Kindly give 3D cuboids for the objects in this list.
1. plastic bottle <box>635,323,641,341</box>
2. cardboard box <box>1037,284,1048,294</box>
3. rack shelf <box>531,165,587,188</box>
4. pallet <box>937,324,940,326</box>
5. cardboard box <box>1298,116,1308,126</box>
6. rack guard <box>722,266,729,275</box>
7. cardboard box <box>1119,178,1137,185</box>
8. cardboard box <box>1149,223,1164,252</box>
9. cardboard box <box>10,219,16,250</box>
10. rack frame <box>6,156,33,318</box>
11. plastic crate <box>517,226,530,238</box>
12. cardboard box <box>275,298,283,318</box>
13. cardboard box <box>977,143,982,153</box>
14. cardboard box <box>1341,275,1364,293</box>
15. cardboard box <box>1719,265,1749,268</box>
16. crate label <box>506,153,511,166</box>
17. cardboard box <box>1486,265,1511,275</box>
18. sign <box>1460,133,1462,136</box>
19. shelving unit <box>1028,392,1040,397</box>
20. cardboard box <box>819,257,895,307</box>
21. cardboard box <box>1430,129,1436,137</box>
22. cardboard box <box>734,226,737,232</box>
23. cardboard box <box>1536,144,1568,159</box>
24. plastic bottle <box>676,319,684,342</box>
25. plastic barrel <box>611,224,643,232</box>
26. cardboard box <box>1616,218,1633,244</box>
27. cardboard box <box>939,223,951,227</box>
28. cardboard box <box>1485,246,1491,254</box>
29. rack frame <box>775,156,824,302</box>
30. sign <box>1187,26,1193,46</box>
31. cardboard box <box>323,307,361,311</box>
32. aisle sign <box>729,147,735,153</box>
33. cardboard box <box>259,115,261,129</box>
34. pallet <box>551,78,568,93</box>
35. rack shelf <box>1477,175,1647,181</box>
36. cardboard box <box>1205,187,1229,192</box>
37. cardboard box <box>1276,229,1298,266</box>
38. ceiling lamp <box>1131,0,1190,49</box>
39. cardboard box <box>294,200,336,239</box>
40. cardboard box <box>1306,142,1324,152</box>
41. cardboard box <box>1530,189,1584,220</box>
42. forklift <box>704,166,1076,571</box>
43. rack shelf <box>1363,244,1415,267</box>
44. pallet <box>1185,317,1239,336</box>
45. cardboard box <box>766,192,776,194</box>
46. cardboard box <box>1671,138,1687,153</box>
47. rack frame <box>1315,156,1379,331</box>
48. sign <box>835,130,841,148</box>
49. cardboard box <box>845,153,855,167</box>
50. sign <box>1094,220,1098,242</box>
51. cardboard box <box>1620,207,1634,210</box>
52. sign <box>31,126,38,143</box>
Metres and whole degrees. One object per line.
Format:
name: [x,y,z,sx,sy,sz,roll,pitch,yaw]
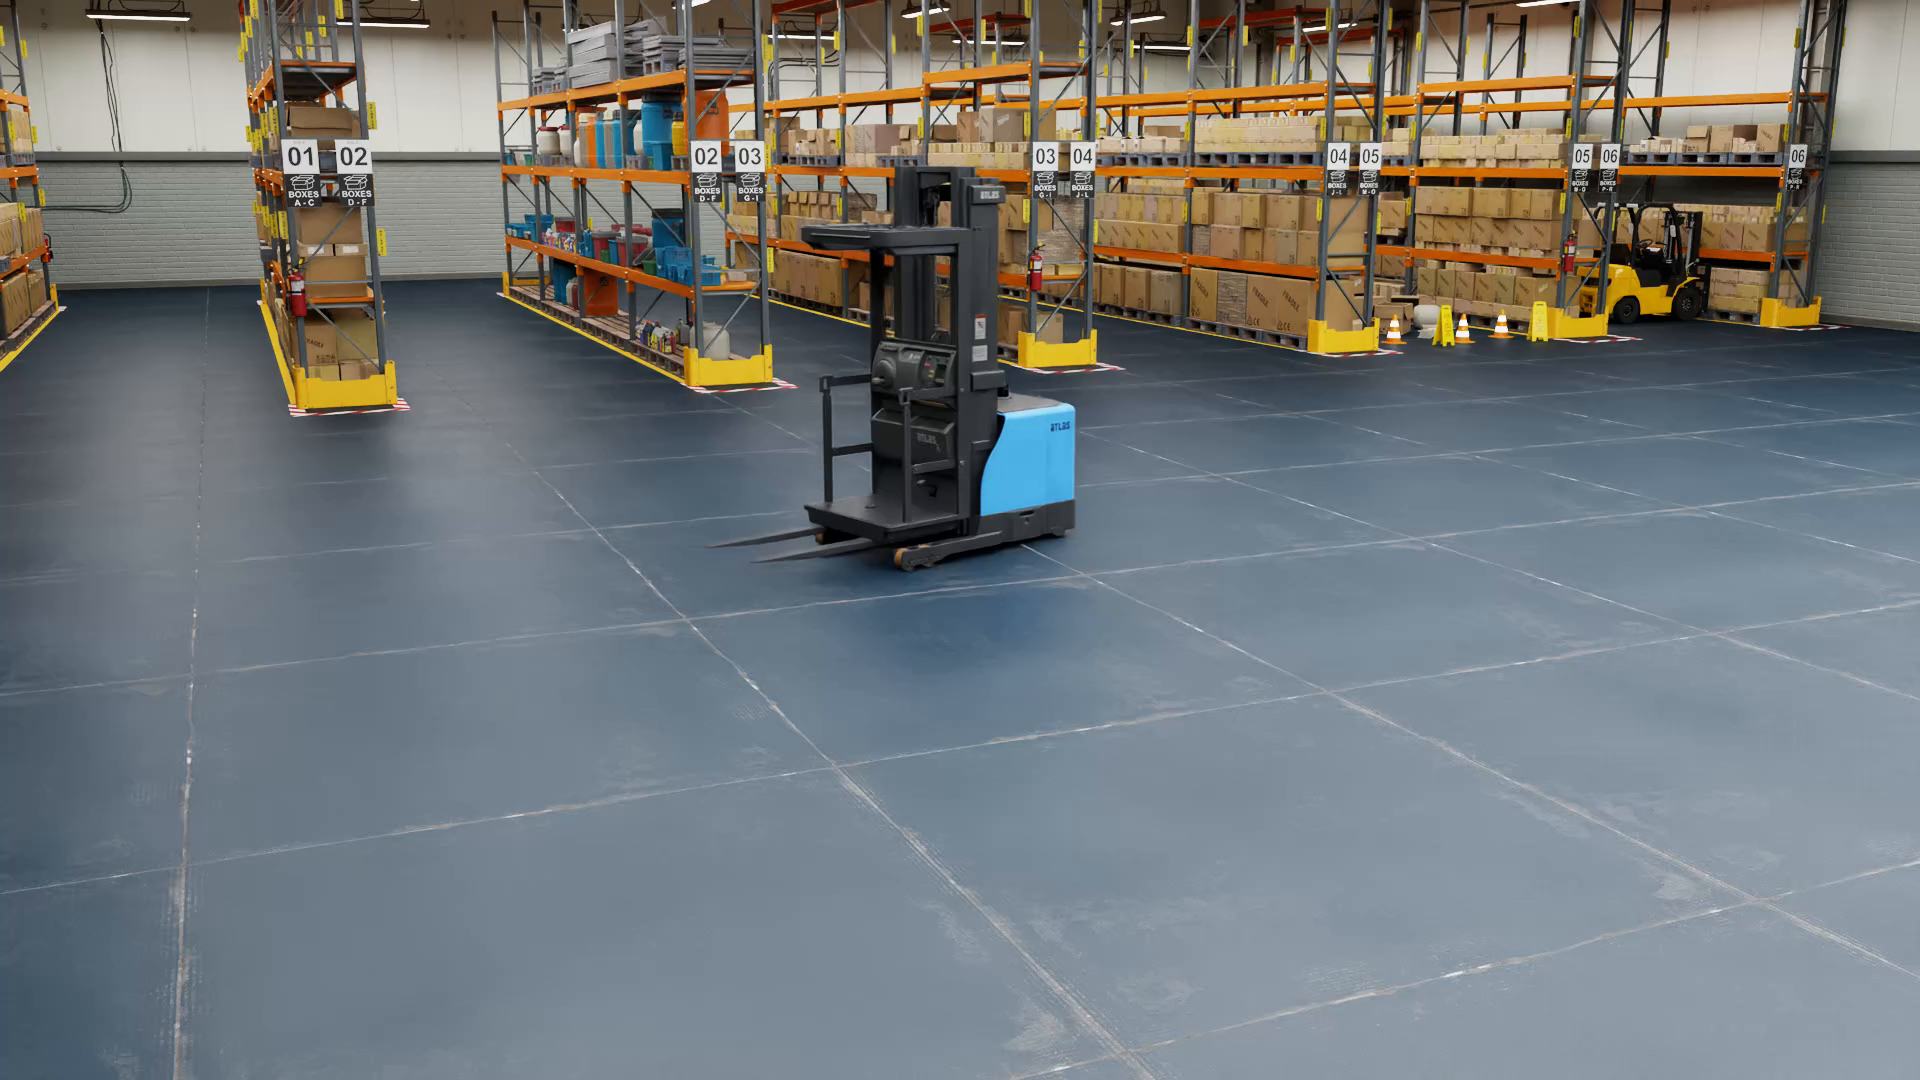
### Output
plastic bottle: [-4.947,-3.198,25.611,0.097,0.271,0.097,0,13,0]
cardboard box: [1.914,-5.434,34.808,0.500,0.500,0.500,-6,14,-25]
rack shelf: [-7.076,-6.769,30.908,1.077,0.370,4.000,-6,14,-23]
pallet: [-0.448,-3.668,28.751,1.003,0.211,1.213,-6,14,-23]
cardboard box: [5.508,-6.538,25.950,0.380,0.149,0.250,-6,14,-23]
rack guard: [-4.951,-6.132,38.757,1.175,0.500,0.348,-6,14,-23]
cardboard box: [4.198,-8.946,41.493,0.380,0.149,0.250,-5,14,-22]
cardboard box: [3.794,-5.530,30.388,0.500,0.500,0.500,-6,14,-24]
cardboard box: [-16.132,-5.098,27.820,0.500,0.500,0.500,-6,14,-23]
rack frame: [-16.955,-5.177,29.084,1.000,3.000,0.127,-6,14,-23]
plastic crate: [-9.035,-6.431,34.741,0.416,0.233,0.300,-6,14,-23]
cardboard box: [-10.874,-3.802,27.067,0.500,0.311,0.500,-5,14,-21]
cardboard box: [0.489,-5.982,25.358,0.380,0.149,0.250,-6,15,-26]
cardboard box: [7.327,-4.745,31.084,0.500,0.500,0.500,-6,14,-23]
cardboard box: [14.682,-5.059,31.527,0.500,0.250,0.500,-6,14,-23]
crate label: [-9.406,-8.067,35.250,0.408,0.251,0.502,-6,14,-23]
cardboard box: [9.578,-4.800,29.520,0.380,0.149,0.250,-5,14,-21]
sign: [9.440,-7.525,31.431,0.100,0.325,0.005,-6,14,-23]
shelving unit: [0.540,-0.720,14.151,0.215,1.050,0.252,-4,14,-19]
cardboard box: [-1.994,-5.006,32.129,1.225,0.875,0.875,-6,14,-26]
cardboard box: [8.870,-7.856,32.303,0.500,0.250,0.500,-6,14,-24]
cardboard box: [-4.894,-7.014,37.580,0.380,0.149,0.250,-6,14,-24]
cardboard box: [10.096,-6.549,28.035,0.500,0.250,0.500,-6,14,-24]
plastic bottle: [-4.283,-3.222,25.539,0.144,0.351,0.185,-6,14,-23]
plastic barrel: [-5.811,-5.243,29.068,0.600,0.536,0.708,-6,14,-23]
cardboard box: [13.431,-6.144,33.040,0.500,0.500,0.500,-6,14,-25]
cardboard box: [0.157,-4.855,26.811,0.875,0.500,0.500,-6,14,-23]
cardboard box: [9.608,-5.188,29.689,0.380,0.149,0.250,-6,14,-23]
rack frame: [-3.339,-6.519,34.883,1.000,3.000,0.127,-6,14,-23]
sign: [3.958,-8.658,28.574,0.100,0.325,0.005,-6,14,-23]
cardboard box: [-8.637,-3.022,23.278,0.500,0.500,0.500,-6,14,-23]
aisle sign: [-5.245,-8.599,38.108,0.394,0.787,0.004,-6,14,-23]
cardboard box: [-13.263,-8.027,32.310,0.700,0.500,0.500,-6,14,-23]
pallet: [-6.536,-8.033,29.425,1.213,0.211,1.003,-6,14,-23]
rack shelf: [12.691,-7.734,35.078,1.077,0.370,4.000,-6,14,-23]
cardboard box: [5.883,-7.730,37.678,0.500,0.500,0.500,-6,14,-23]
cardboard box: [5.623,-4.724,26.796,0.875,0.550,0.550,-6,14,-23]
ceiling lamp: [5.479,-14.799,44.411,2.000,3.185,0.800,-6,14,-23]
cardboard box: [-8.225,-4.147,21.537,0.700,0.500,0.500,-6,14,-23]
cardboard box: [5.609,-6.097,25.813,0.380,0.149,0.250,-6,14,-23]
cardboard box: [10.143,-5.701,28.252,0.700,0.500,0.500,-6,14,-24]
forklift: [-0.512,-1.332,12.626,3.031,2.935,1.130,-11,17,-39]
rack shelf: [8.145,-5.824,33.476,1.077,0.370,4.000,-6,14,-23]
pallet: [4.684,-3.770,29.192,1.003,0.211,1.213,-6,14,-23]
cardboard box: [-4.505,-7.705,38.020,0.500,0.500,0.500,-5,14,-22]
cardboard box: [13.809,-7.525,31.725,0.396,0.266,0.258,-6,14,-24]
rack frame: [6.053,-4.467,26.017,1.000,3.000,0.127,-6,14,-23]
sign: [-2.249,-7.396,30.698,0.100,0.325,0.005,-6,14,-23]
cardboard box: [-1.782,-6.961,30.472,0.500,0.250,0.500,-5,14,-22]
sign: [1.965,-4.510,24.285,0.100,0.325,0.005,-6,14,-23]
cardboard box: [13.348,-6.627,33.031,0.380,0.149,0.250,-5,14,-22]
sign: [-18.054,-7.903,32.425,0.100,0.325,0.005,-6,14,-23]
